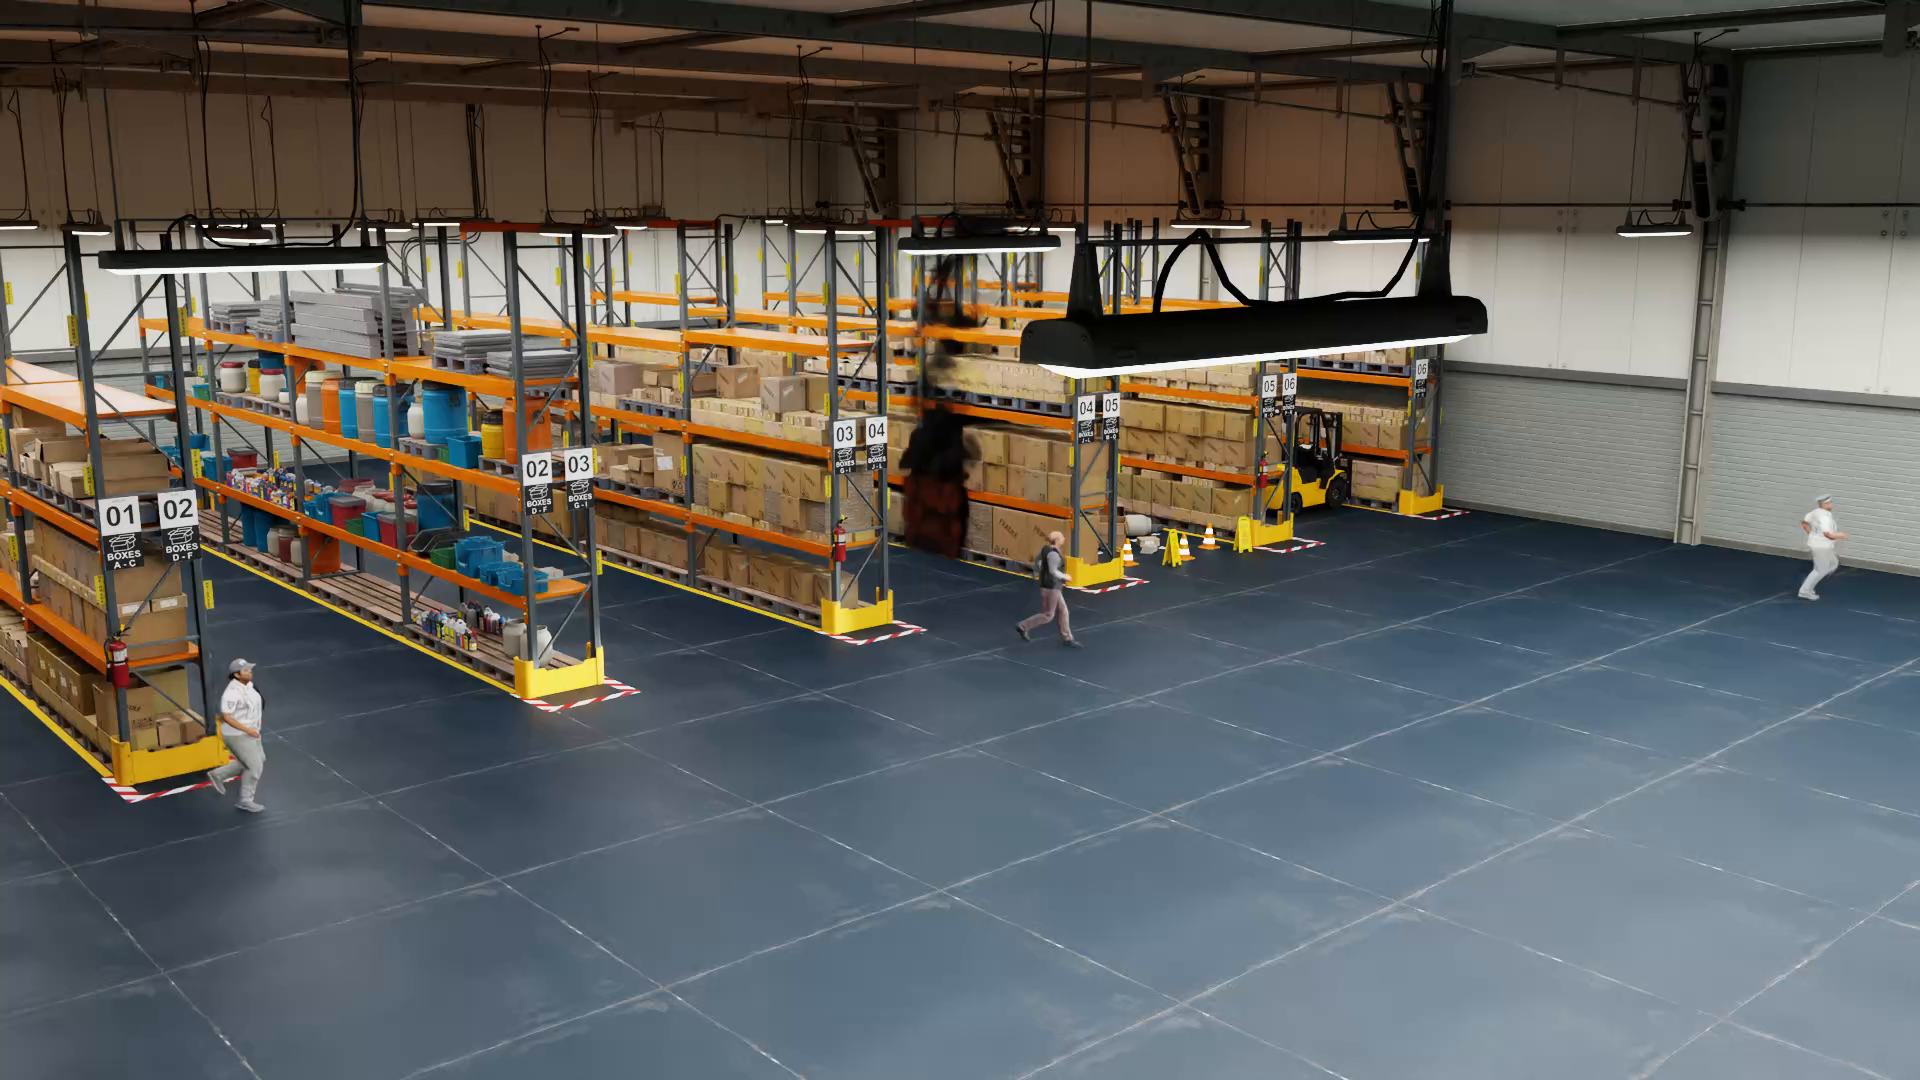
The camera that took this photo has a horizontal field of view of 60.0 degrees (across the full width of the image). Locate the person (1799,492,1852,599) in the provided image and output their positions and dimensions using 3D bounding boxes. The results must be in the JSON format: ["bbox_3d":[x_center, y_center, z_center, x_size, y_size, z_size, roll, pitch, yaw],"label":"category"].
[{"bbox_3d":[14.027,0.105,26.907,0.697,1.788,0.641,3,12,15],"label":"person"}]

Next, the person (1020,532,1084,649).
[{"bbox_3d":[1.328,0.729,23.994,0.936,1.715,0.683,-1,11,-5],"label":"person"}]

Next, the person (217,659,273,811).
[{"bbox_3d":[-7.600,2.057,17.657,0.608,1.644,0.628,-1,11,-5],"label":"person"}]
